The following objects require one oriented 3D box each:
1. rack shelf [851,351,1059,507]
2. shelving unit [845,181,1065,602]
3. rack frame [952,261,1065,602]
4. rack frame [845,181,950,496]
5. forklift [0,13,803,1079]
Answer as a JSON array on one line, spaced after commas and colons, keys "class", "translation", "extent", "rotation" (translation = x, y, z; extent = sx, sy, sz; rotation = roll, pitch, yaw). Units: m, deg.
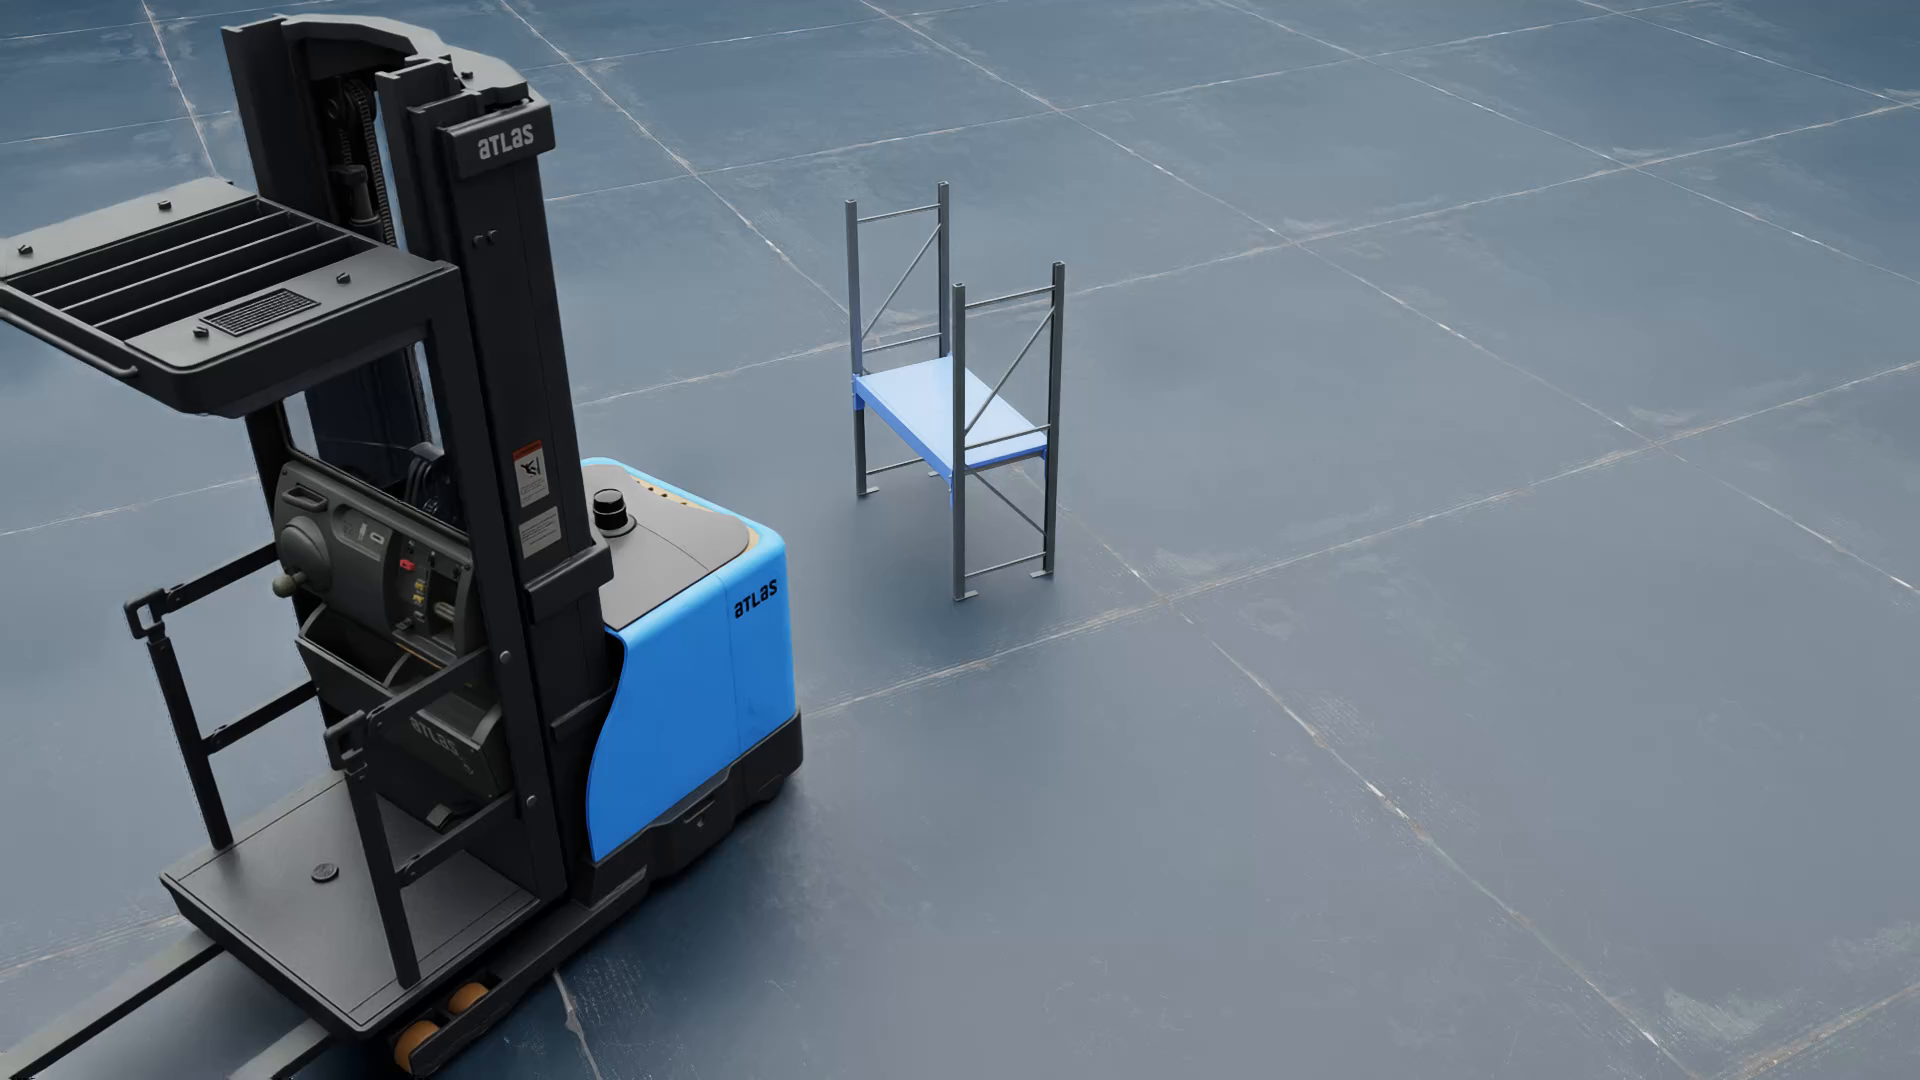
[{"class": "rack shelf", "translation": [-0.040, -0.521, 7.506], "extent": [0.538, 0.185, 1.000], "rotation": [-16, 36, -23]}, {"class": "shelving unit", "translation": [-0.040, -0.672, 7.409], "extent": [0.538, 1.500, 1.048], "rotation": [-16, 36, -23]}, {"class": "rack frame", "translation": [0.197, -0.430, 7.030], "extent": [0.500, 1.500, 0.032], "rotation": [-16, 36, -23]}, {"class": "rack frame", "translation": [-0.277, -0.915, 7.788], "extent": [0.500, 1.500, 0.032], "rotation": [-16, 36, -23]}, {"class": "forklift", "translation": [-1.888, 0.124, 4.839], "extent": [1.130, 2.935, 3.031], "rotation": [22, 39, 31]}]
